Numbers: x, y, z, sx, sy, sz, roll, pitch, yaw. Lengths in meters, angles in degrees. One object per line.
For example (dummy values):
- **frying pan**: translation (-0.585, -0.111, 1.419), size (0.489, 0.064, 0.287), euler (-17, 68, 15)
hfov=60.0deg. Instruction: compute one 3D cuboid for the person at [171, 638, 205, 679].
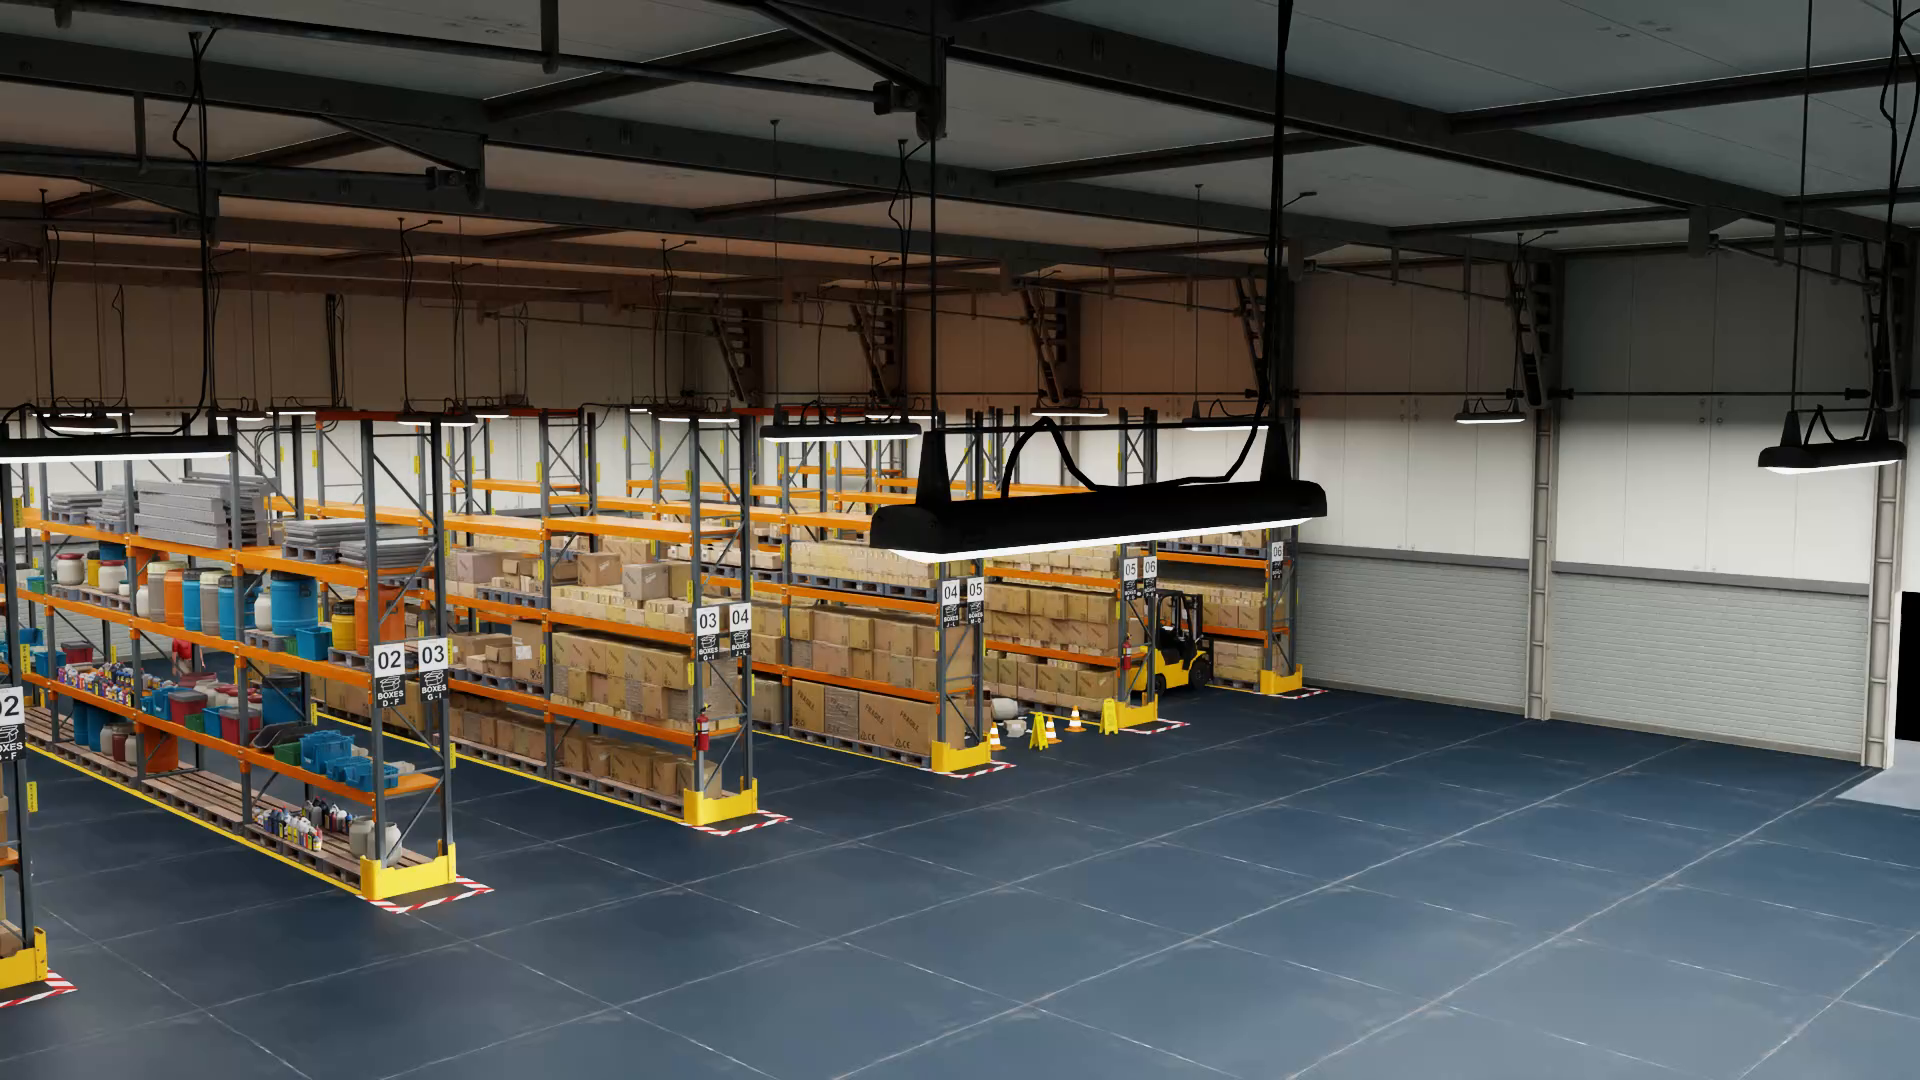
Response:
- **person**: translation (-15.570, 2.509, 33.554), size (0.608, 1.678, 0.882), euler (-2, 6, -26)
